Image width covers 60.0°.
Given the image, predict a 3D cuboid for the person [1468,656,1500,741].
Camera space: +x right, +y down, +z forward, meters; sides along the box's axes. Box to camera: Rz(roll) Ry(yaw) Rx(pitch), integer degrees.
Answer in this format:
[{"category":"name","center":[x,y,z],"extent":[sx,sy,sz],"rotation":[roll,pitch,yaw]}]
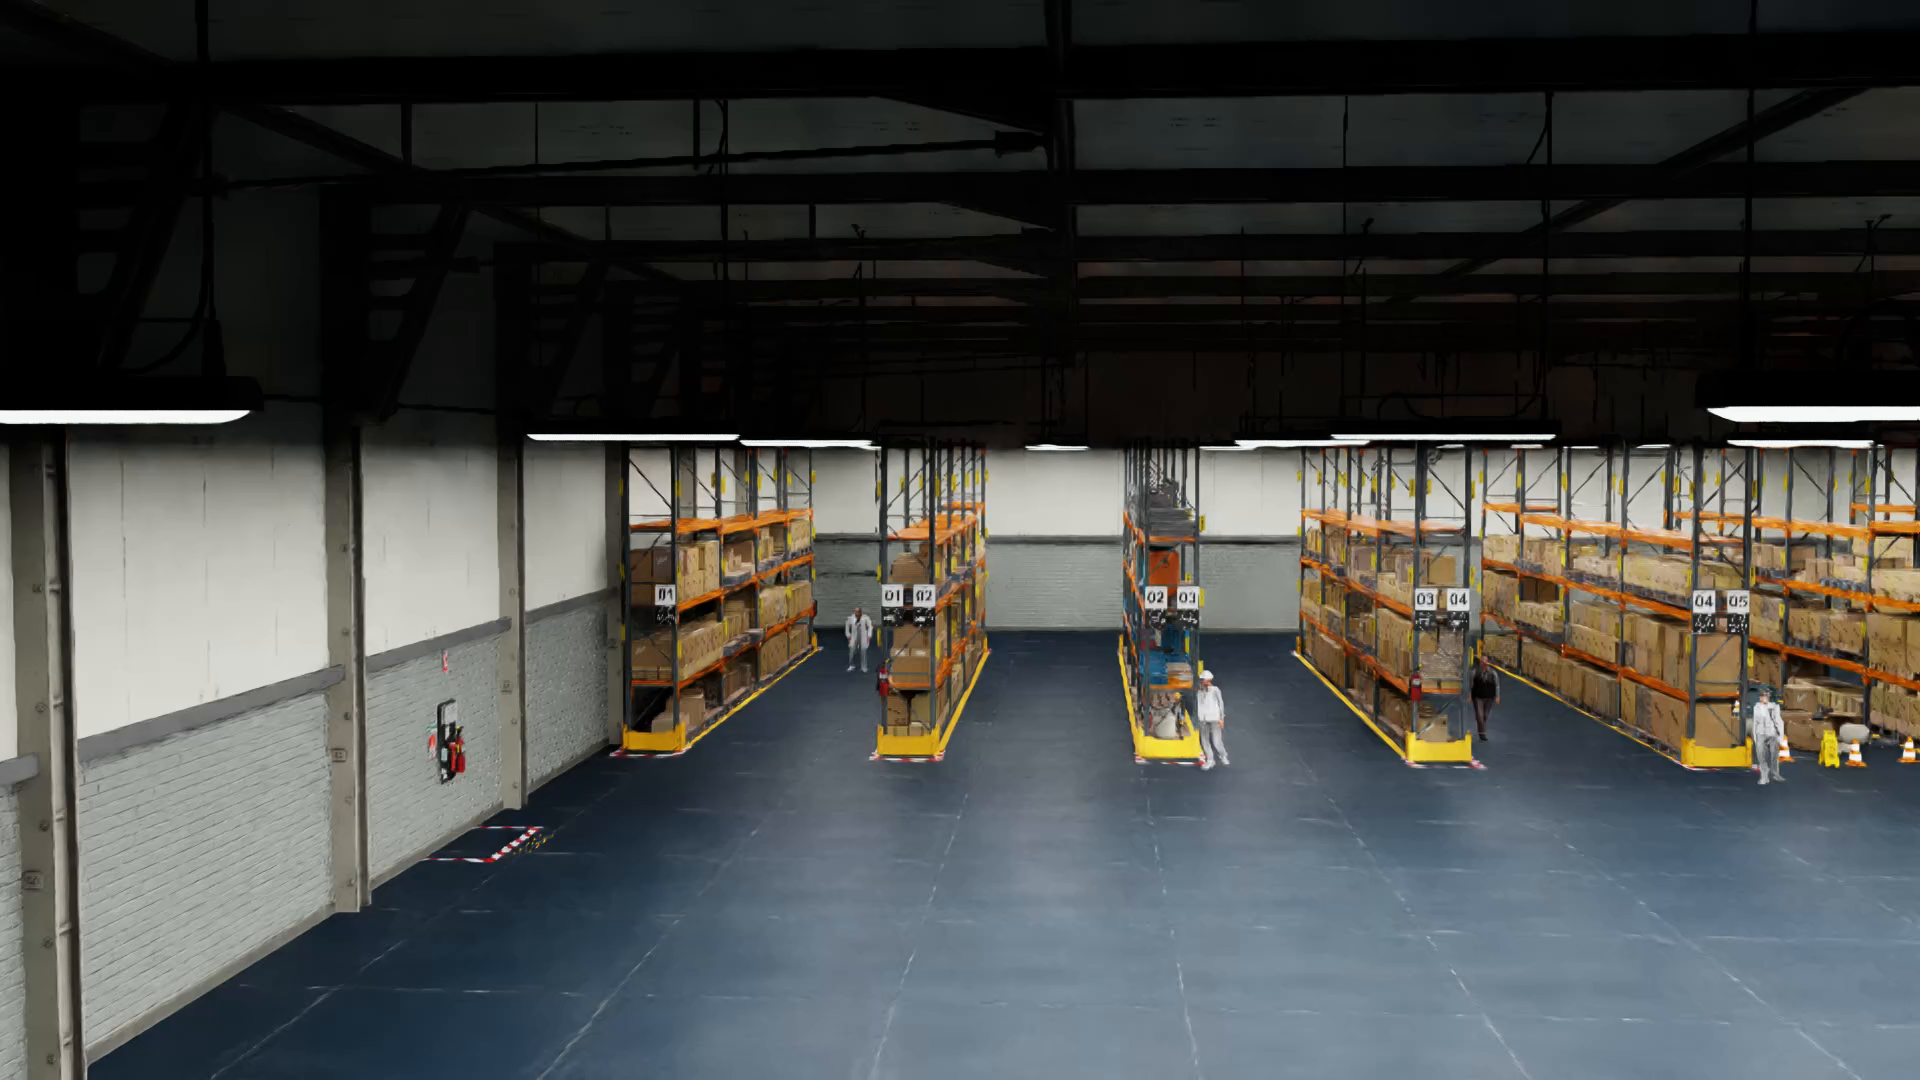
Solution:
[{"category":"person","center":[10.412,3.122,33.003],"extent":[0.555,1.673,1.027],"rotation":[0,3,3]}]

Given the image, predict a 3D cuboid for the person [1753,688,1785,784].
[{"category":"person","center":[13.961,3.361,28.702],"extent":[0.515,1.659,0.543],"rotation":[3,4,40]}]

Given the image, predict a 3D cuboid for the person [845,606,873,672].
[{"category":"person","center":[-2.629,2.554,43.152],"extent":[0.729,1.733,0.546],"rotation":[0,3,3]}]

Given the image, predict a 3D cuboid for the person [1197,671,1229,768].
[{"category":"person","center":[4.565,3.234,30.100],"extent":[0.583,1.765,0.571],"rotation":[3,4,43]}]
